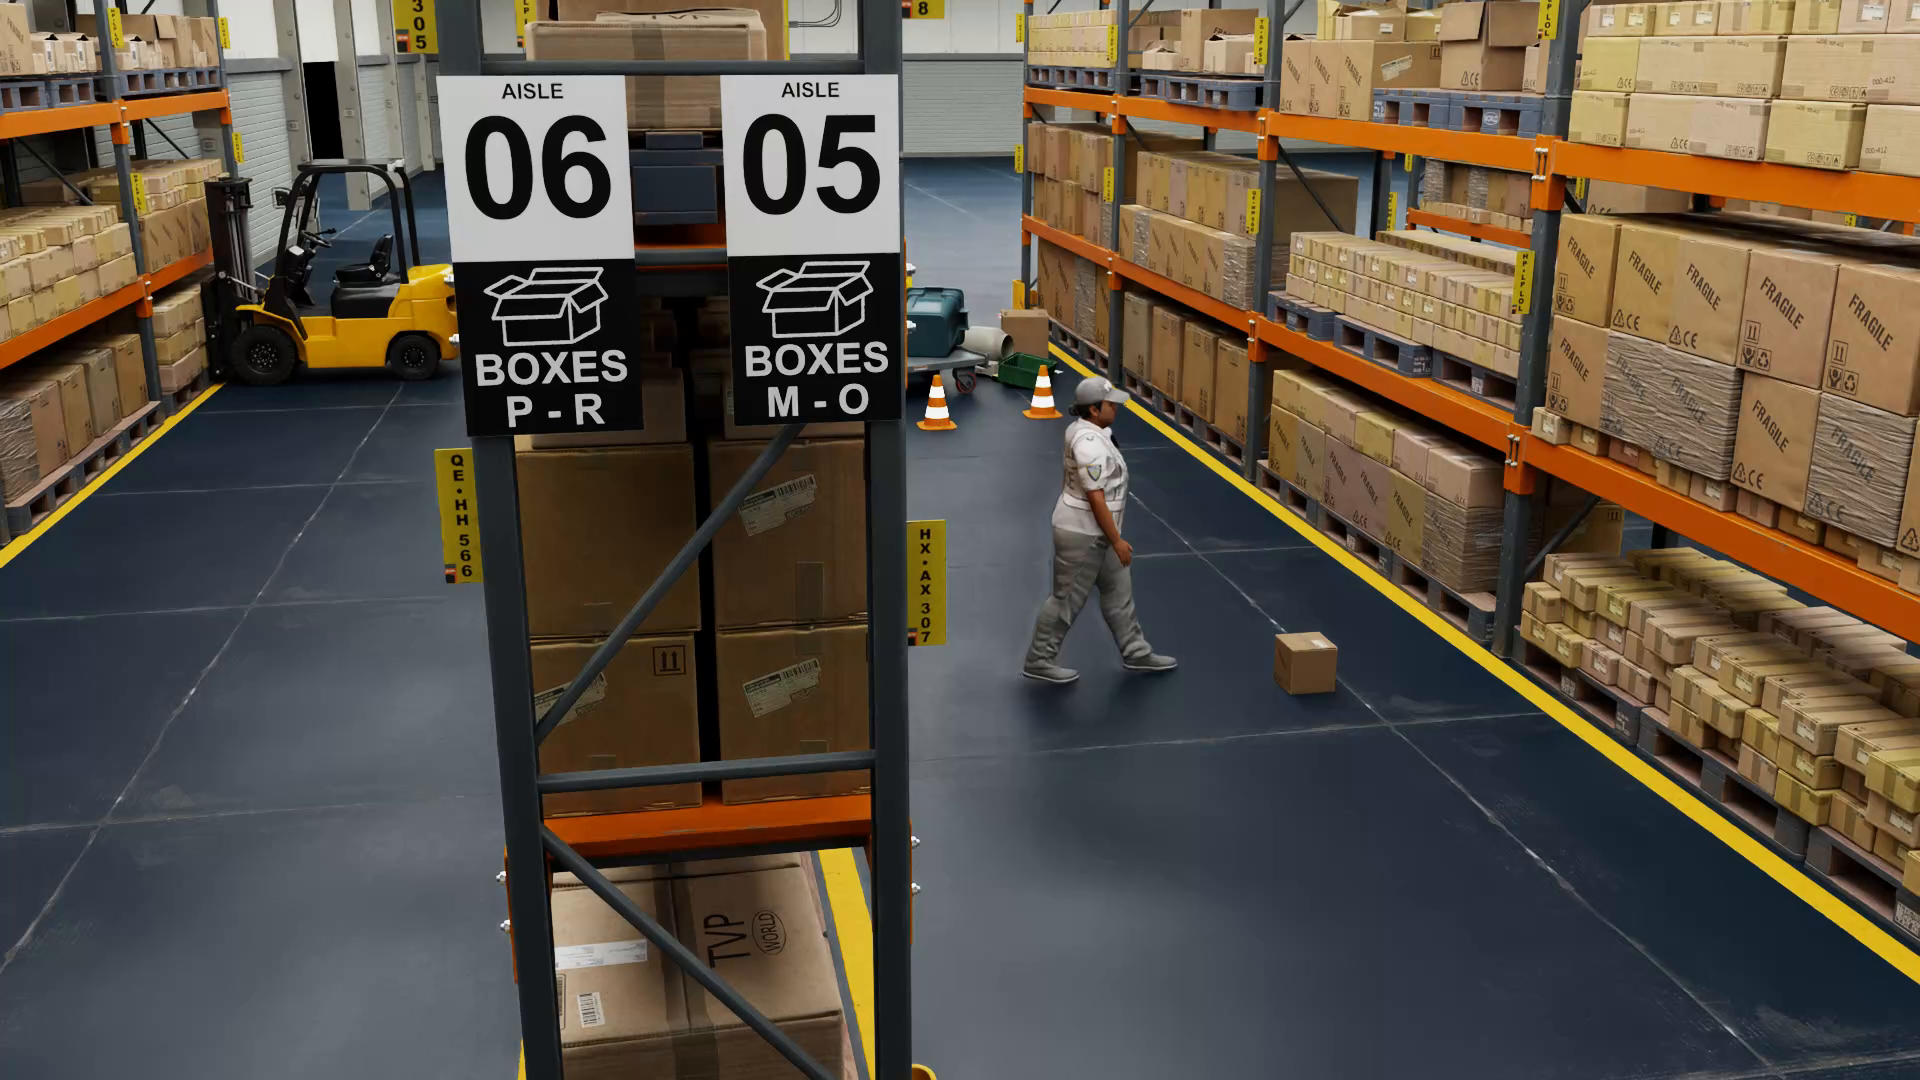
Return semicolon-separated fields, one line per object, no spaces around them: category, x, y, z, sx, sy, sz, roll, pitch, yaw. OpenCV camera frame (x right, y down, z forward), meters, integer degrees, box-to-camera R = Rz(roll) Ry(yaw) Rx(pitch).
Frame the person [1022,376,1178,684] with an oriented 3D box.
person;0.747;-0.043;8.622;0.828;1.628;0.495;1;17;5
